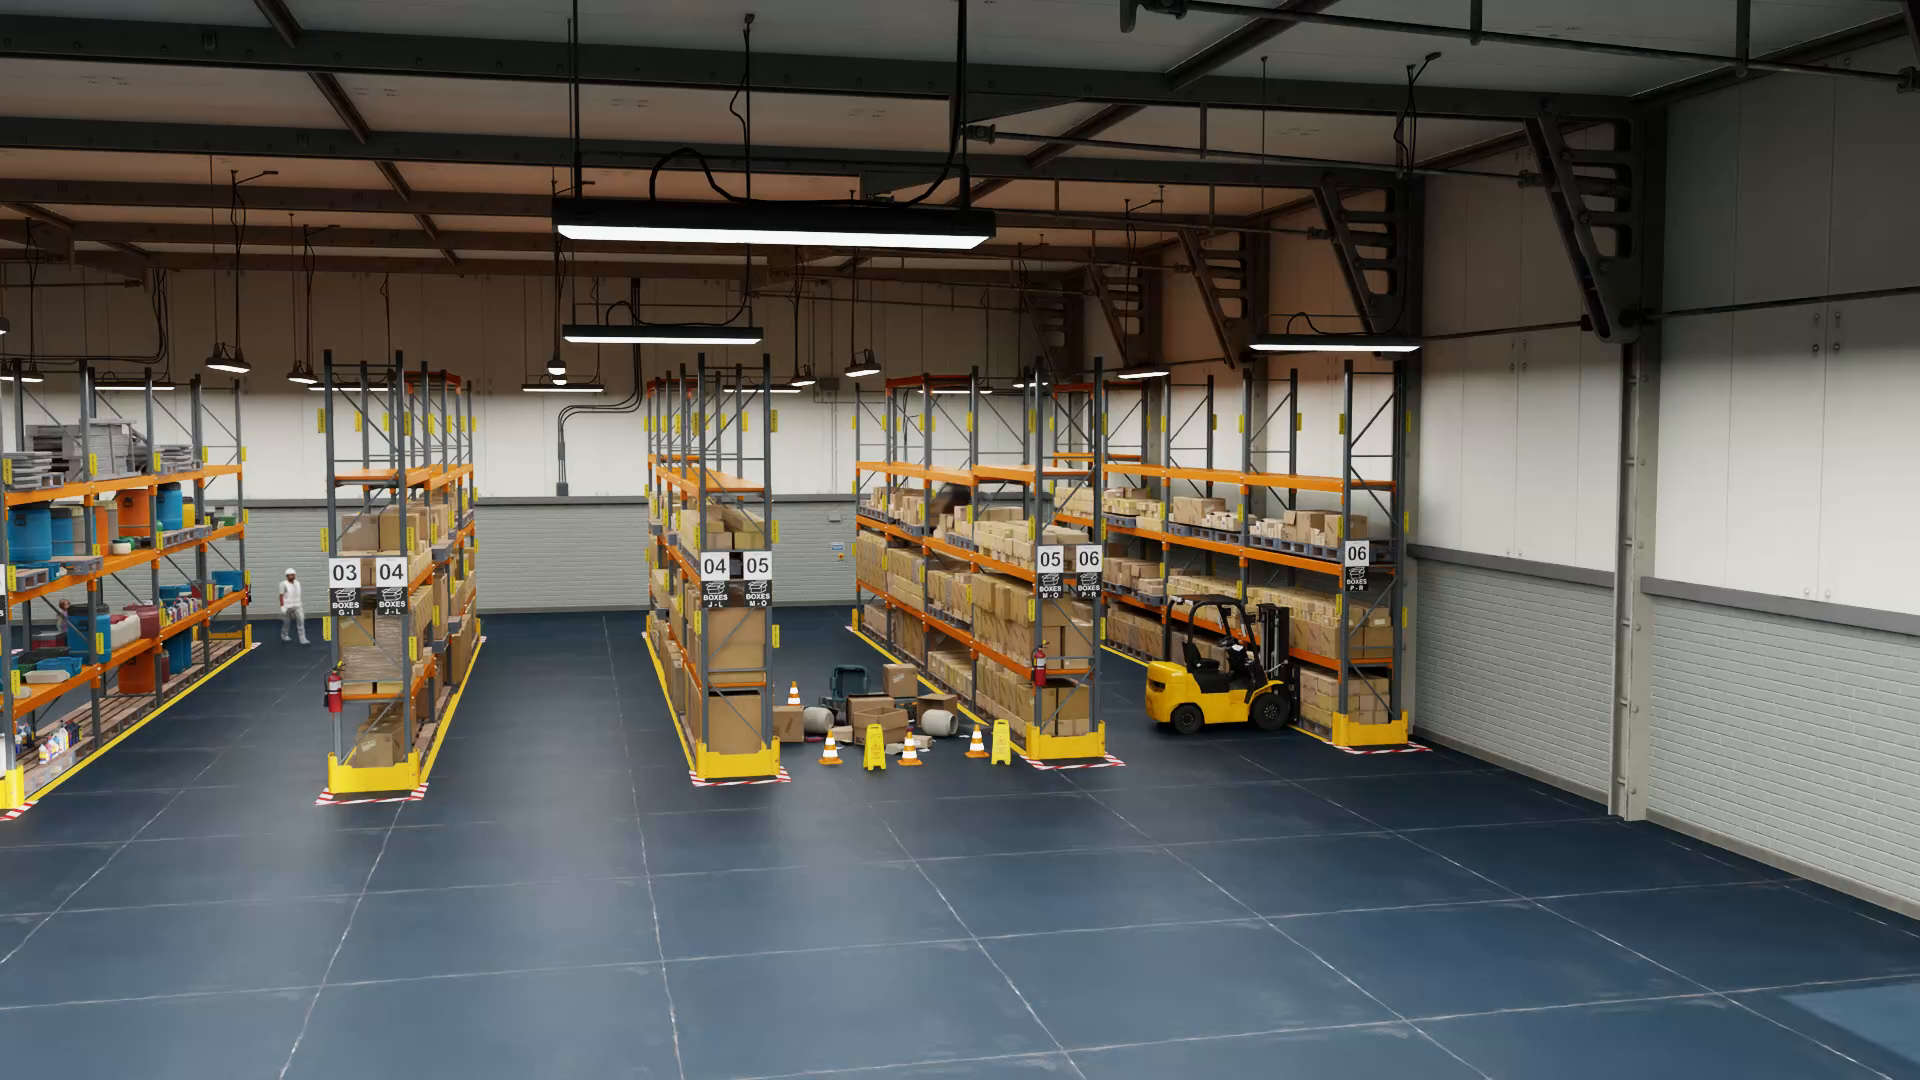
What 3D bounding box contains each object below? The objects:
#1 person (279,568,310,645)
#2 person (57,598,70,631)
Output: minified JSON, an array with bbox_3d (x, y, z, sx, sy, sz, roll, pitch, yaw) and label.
[{"bbox_3d":[-15.135,1.504,37.697,0.589,1.728,1.065,-3,5,-38],"label":"person"},{"bbox_3d":[-17.493,1.938,32.597,0.444,1.601,0.428,-1,4,-12],"label":"person"}]
